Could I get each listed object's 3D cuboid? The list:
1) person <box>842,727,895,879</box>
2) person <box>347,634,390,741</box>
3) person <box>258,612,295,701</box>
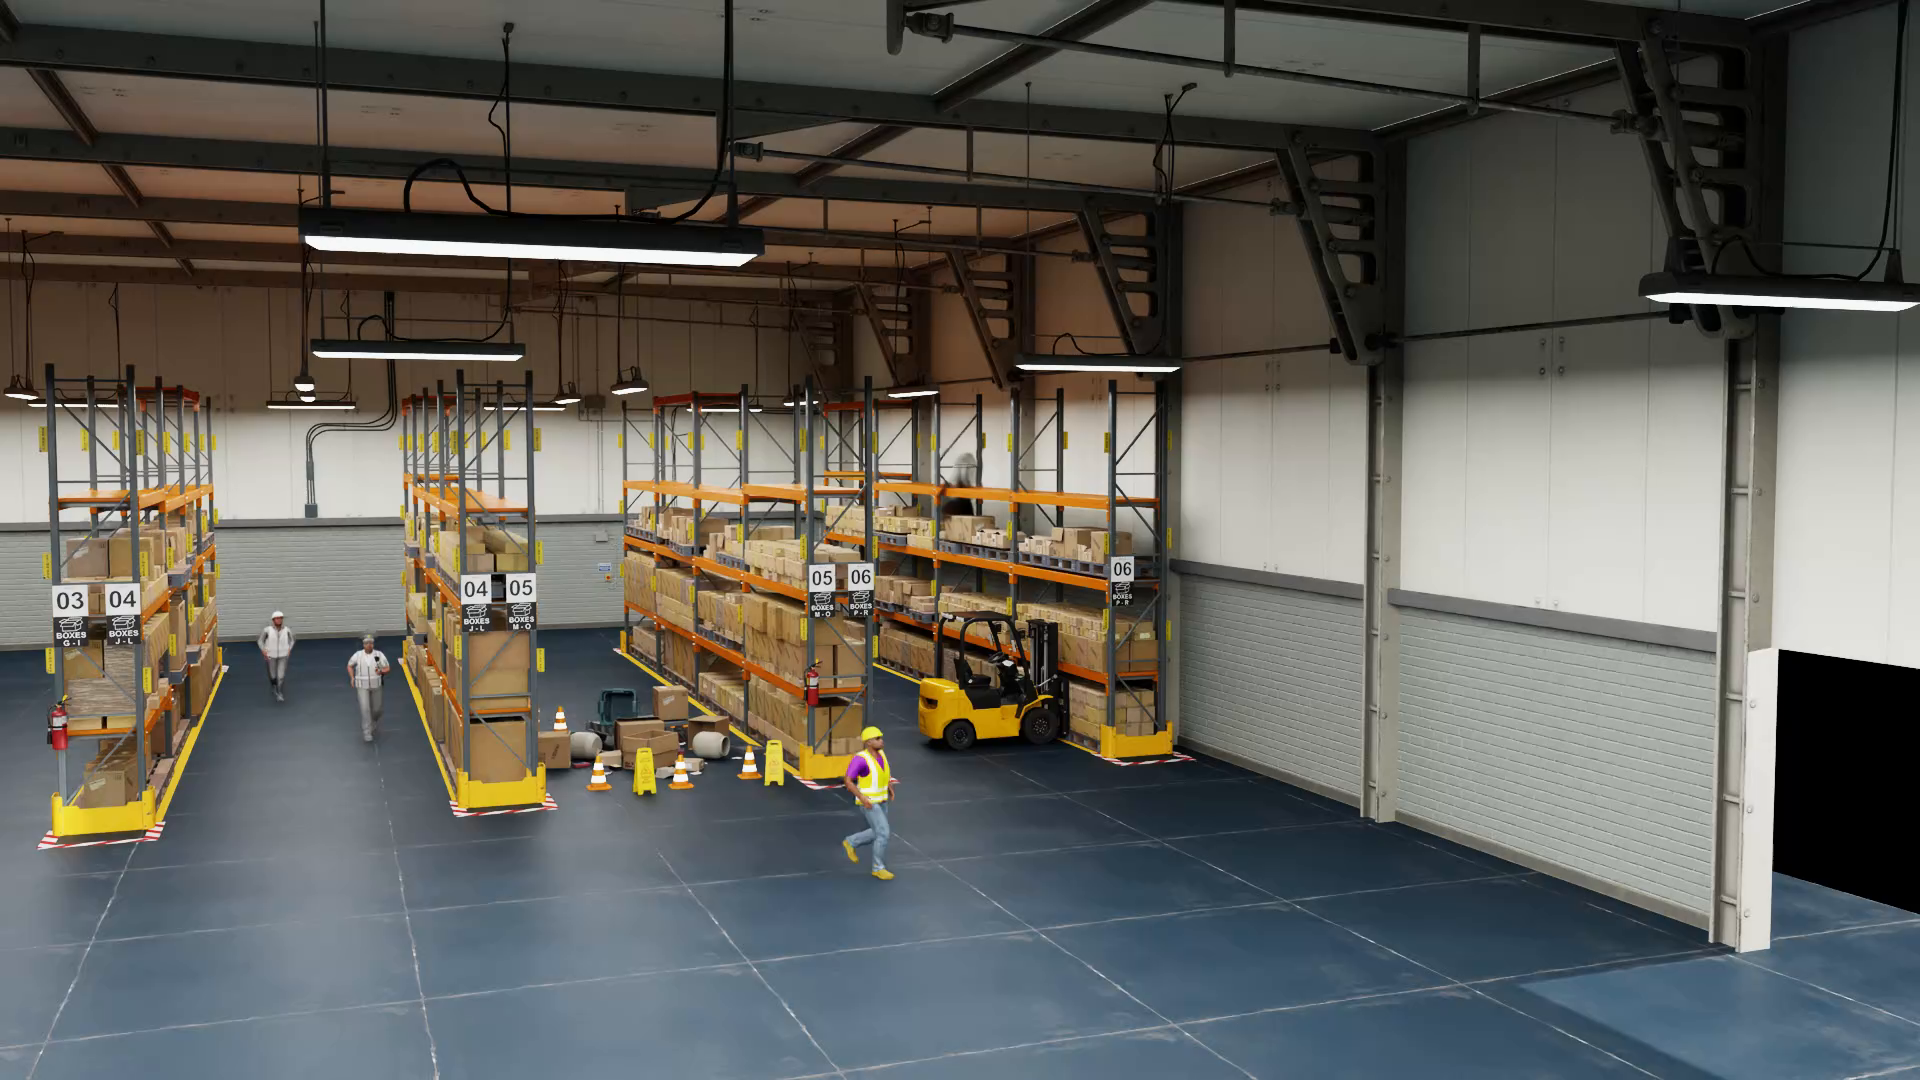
[{"bbox_3d":[-1.068,3.015,19.244,0.756,1.736,0.719,2,4,26],"label":"person"},{"bbox_3d":[-9.987,2.467,28.111,0.672,1.750,0.953,-1,4,-24],"label":"person"},{"bbox_3d":[-13.257,2.257,32.290,0.663,1.740,0.542,-2,4,-28],"label":"person"}]
